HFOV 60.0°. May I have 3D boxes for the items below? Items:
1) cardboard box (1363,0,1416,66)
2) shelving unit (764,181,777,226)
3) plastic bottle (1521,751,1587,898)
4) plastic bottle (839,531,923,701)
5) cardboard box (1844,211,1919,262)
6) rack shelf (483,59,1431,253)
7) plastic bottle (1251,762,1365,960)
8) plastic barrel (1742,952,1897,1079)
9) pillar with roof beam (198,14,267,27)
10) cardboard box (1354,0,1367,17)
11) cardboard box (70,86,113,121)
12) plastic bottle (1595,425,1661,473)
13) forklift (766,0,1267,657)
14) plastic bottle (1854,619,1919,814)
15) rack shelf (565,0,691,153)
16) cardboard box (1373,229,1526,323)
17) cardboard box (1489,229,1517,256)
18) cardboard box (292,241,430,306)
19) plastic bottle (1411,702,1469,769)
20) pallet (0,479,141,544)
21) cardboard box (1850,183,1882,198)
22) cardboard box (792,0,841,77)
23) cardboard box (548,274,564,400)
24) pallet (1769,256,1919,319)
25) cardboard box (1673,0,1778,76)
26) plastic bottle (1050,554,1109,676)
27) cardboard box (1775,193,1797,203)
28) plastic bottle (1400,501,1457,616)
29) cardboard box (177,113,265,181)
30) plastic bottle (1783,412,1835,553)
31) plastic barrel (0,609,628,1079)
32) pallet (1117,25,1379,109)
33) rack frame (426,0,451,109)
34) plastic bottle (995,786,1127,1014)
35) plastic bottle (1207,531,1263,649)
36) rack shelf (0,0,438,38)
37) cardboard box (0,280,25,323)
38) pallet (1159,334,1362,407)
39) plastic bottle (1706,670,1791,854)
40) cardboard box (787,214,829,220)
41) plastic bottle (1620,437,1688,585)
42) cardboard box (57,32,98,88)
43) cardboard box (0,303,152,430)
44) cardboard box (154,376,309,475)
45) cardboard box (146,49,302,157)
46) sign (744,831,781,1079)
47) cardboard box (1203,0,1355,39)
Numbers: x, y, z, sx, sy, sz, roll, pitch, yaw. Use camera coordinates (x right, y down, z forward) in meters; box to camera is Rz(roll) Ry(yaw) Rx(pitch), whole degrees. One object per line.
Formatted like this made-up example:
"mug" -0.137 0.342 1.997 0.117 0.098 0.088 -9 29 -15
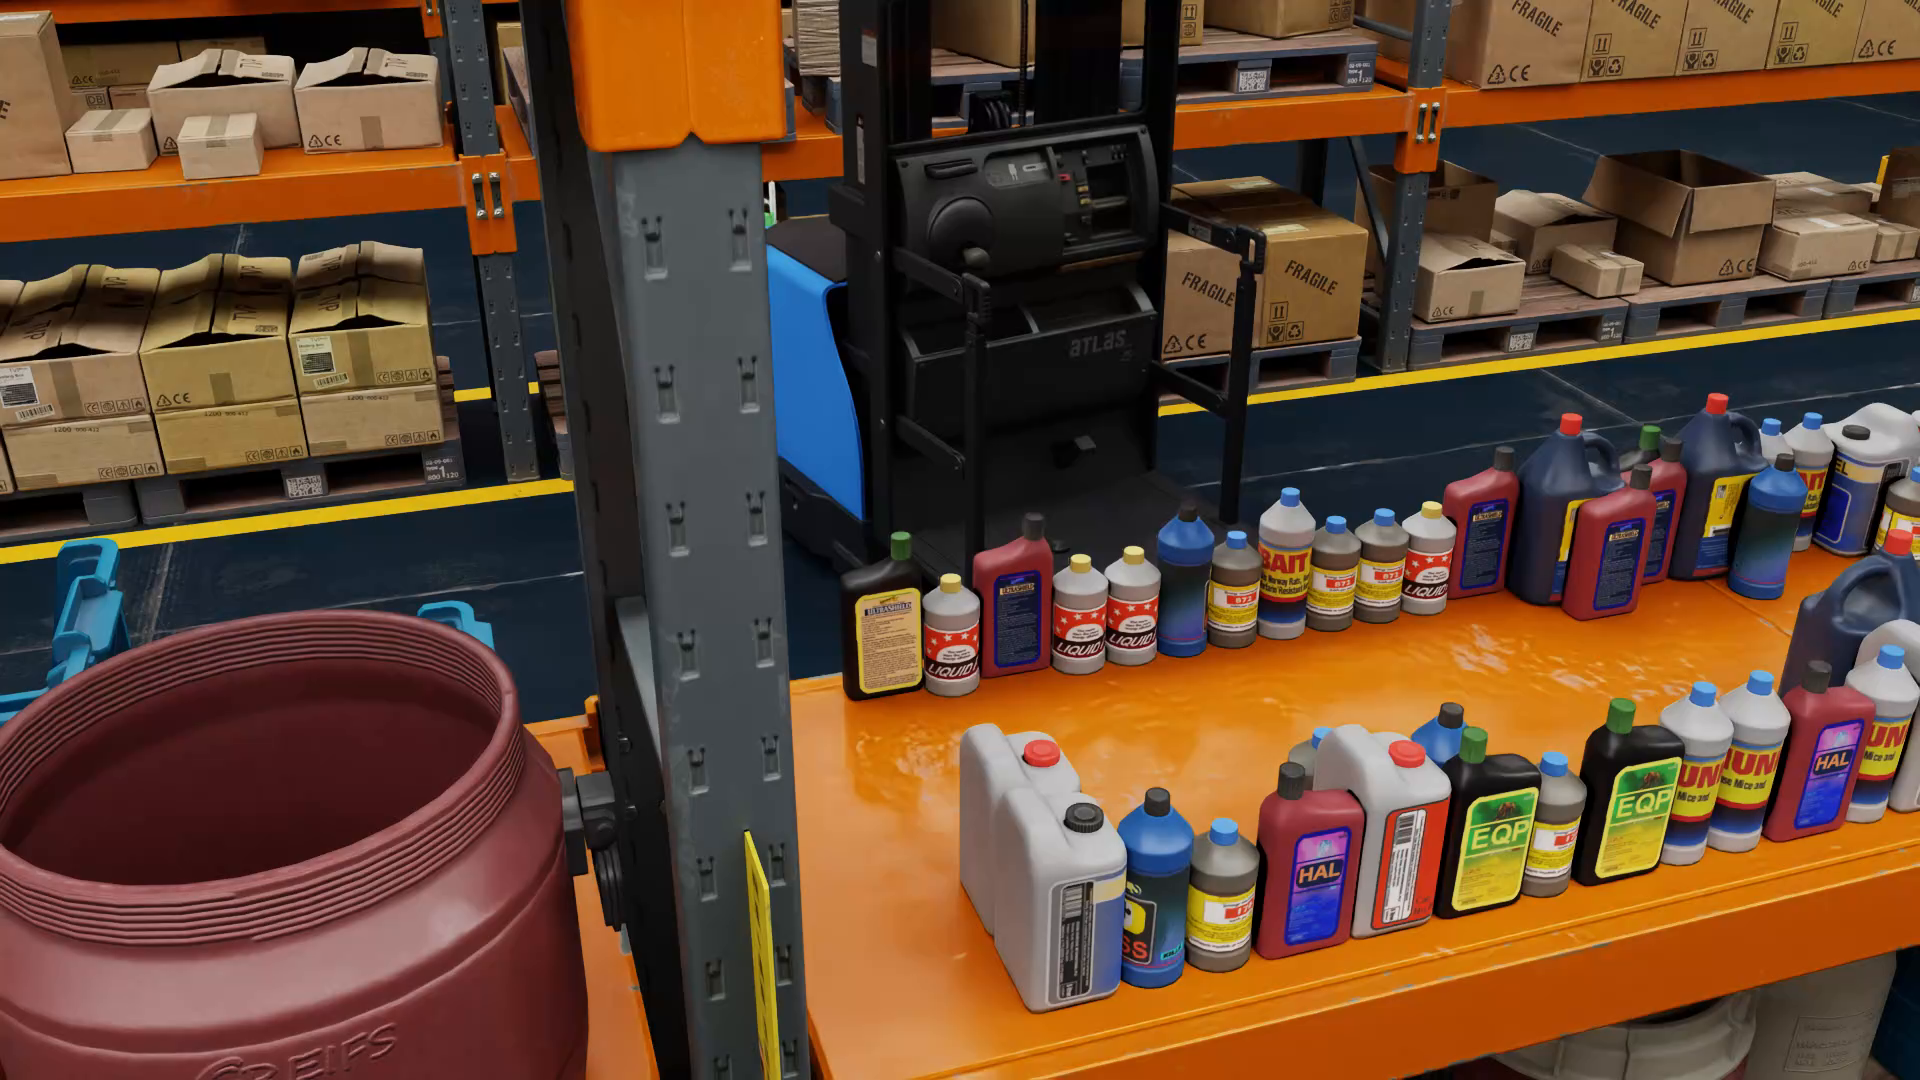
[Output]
"cardboard box" 2.286 -2.559 7.919 0.500 0.500 0.500 -8 27 -15
"shelving unit" -0.971 -0.779 6.452 0.503 1.200 0.258 -17 30 -33
"plastic bottle" 0.814 0.388 2.318 0.097 0.201 0.097 0 26 0
"plastic bottle" -0.131 0.125 2.757 0.133 0.283 0.061 -8 28 -16
"cardboard box" 4.840 -1.619 8.830 0.250 0.166 0.380 -8 28 -16
"rack shelf" -0.012 -1.739 7.190 4.000 0.370 1.077 -8 28 -16
"plastic bottle" 0.455 0.412 2.178 0.133 0.283 0.061 -8 28 -16
"plastic barrel" 1.660 0.889 3.411 0.421 0.512 0.421 0 26 0
"pillar with roof beam" -3.622 -4.934 6.068 0.400 9.000 9.100 -8 28 -16
"cardboard box" 3.213 -4.072 12.688 0.250 0.149 0.380 -7 27 -15
"cardboard box" -5.586 -2.661 10.553 0.500 0.500 0.700 -8 27 -16
"plastic bottle" 1.259 -0.076 3.162 0.133 0.283 0.061 -8 28 -16
"forklift" 0.335 -1.041 5.050 1.130 2.935 3.031 -15 30 -27
"plastic bottle" 1.447 0.250 2.512 0.135 0.276 0.152 -8 28 -16
"rack shelf" -2.285 -0.437 1.193 4.000 0.370 1.077 -8 28 -16
"cardboard box" 2.356 -1.296 8.017 0.500 0.311 0.500 -8 28 -16
"cardboard box" 2.682 -1.533 8.675 0.250 0.149 0.380 -8 28 -16
"cardboard box" -2.502 -1.046 6.973 0.500 0.311 0.500 -7 27 -14
"plastic bottle" 0.668 0.349 2.317 0.097 0.271 0.097 0 26 0
"pallet" -3.866 -0.274 6.565 1.213 0.211 1.003 -8 28 -16
"cardboard box" 5.189 -1.896 9.406 0.250 0.149 0.380 -8 28 -16
"cardboard box" -0.421 -2.199 6.721 0.500 0.500 0.700 -3 27 -6
"cardboard box" -1.392 -0.806 6.816 0.500 0.500 0.500 -7 27 -14
"pallet" 4.863 -1.518 9.071 1.213 0.211 1.003 -8 28 -16
"cardboard box" 3.421 -2.477 7.753 0.500 0.500 0.500 -8 28 -16
"plastic bottle" 0.204 0.122 2.855 0.097 0.201 0.097 0 26 0
"cardboard box" 4.138 -1.761 9.021 0.500 0.250 0.500 -8 28 -16
"plastic bottle" 0.852 0.028 3.044 0.097 0.201 0.097 0 26 0
"cardboard box" -2.683 -1.433 6.046 0.250 0.149 0.380 -8 28 -16
"plastic bottle" 1.643 -0.118 3.259 0.097 0.271 0.097 0 26 0
"plastic barrel" -0.730 0.440 1.838 0.708 0.536 0.600 -8 28 -16
"pallet" 1.096 -2.187 7.498 1.213 0.211 1.003 -8 28 -16
"rack frame" -3.451 -3.880 10.693 0.127 3.000 1.000 -8 28 -16
"plastic bottle" 0.128 0.441 2.127 0.135 0.276 0.152 -8 28 -16
"plastic bottle" 0.482 0.081 2.936 0.097 0.201 0.097 0 26 0
"rack shelf" -5.353 -3.283 10.298 4.000 0.370 1.077 -8 28 -16
"cardboard box" -3.974 -0.830 6.537 0.500 0.311 0.500 -9 28 -17
"pallet" 1.128 -0.960 7.947 1.213 0.211 1.003 -8 28 -16
"plastic bottle" 1.126 0.312 2.394 0.097 0.271 0.097 0 26 0
"cardboard box" -0.605 -1.163 7.535 0.500 0.500 0.500 -9 28 -18
"plastic bottle" 1.278 -0.051 3.110 0.133 0.283 0.061 -8 28 -16
"cardboard box" -5.648 -2.986 10.365 0.500 0.250 0.500 -9 28 -18
"cardboard box" -3.308 -0.675 6.226 0.500 0.311 0.500 -8 28 -16
"cardboard box" -2.827 -0.495 6.493 0.500 0.250 0.500 -9 28 -17
"cardboard box" -2.824 -1.705 6.411 0.500 0.311 0.500 -9 28 -17
"sign" -0.206 0.467 1.752 0.005 0.325 0.100 -8 28 -16
"cardboard box" 1.370 -2.599 7.528 0.500 0.500 0.700 -19 32 -33
